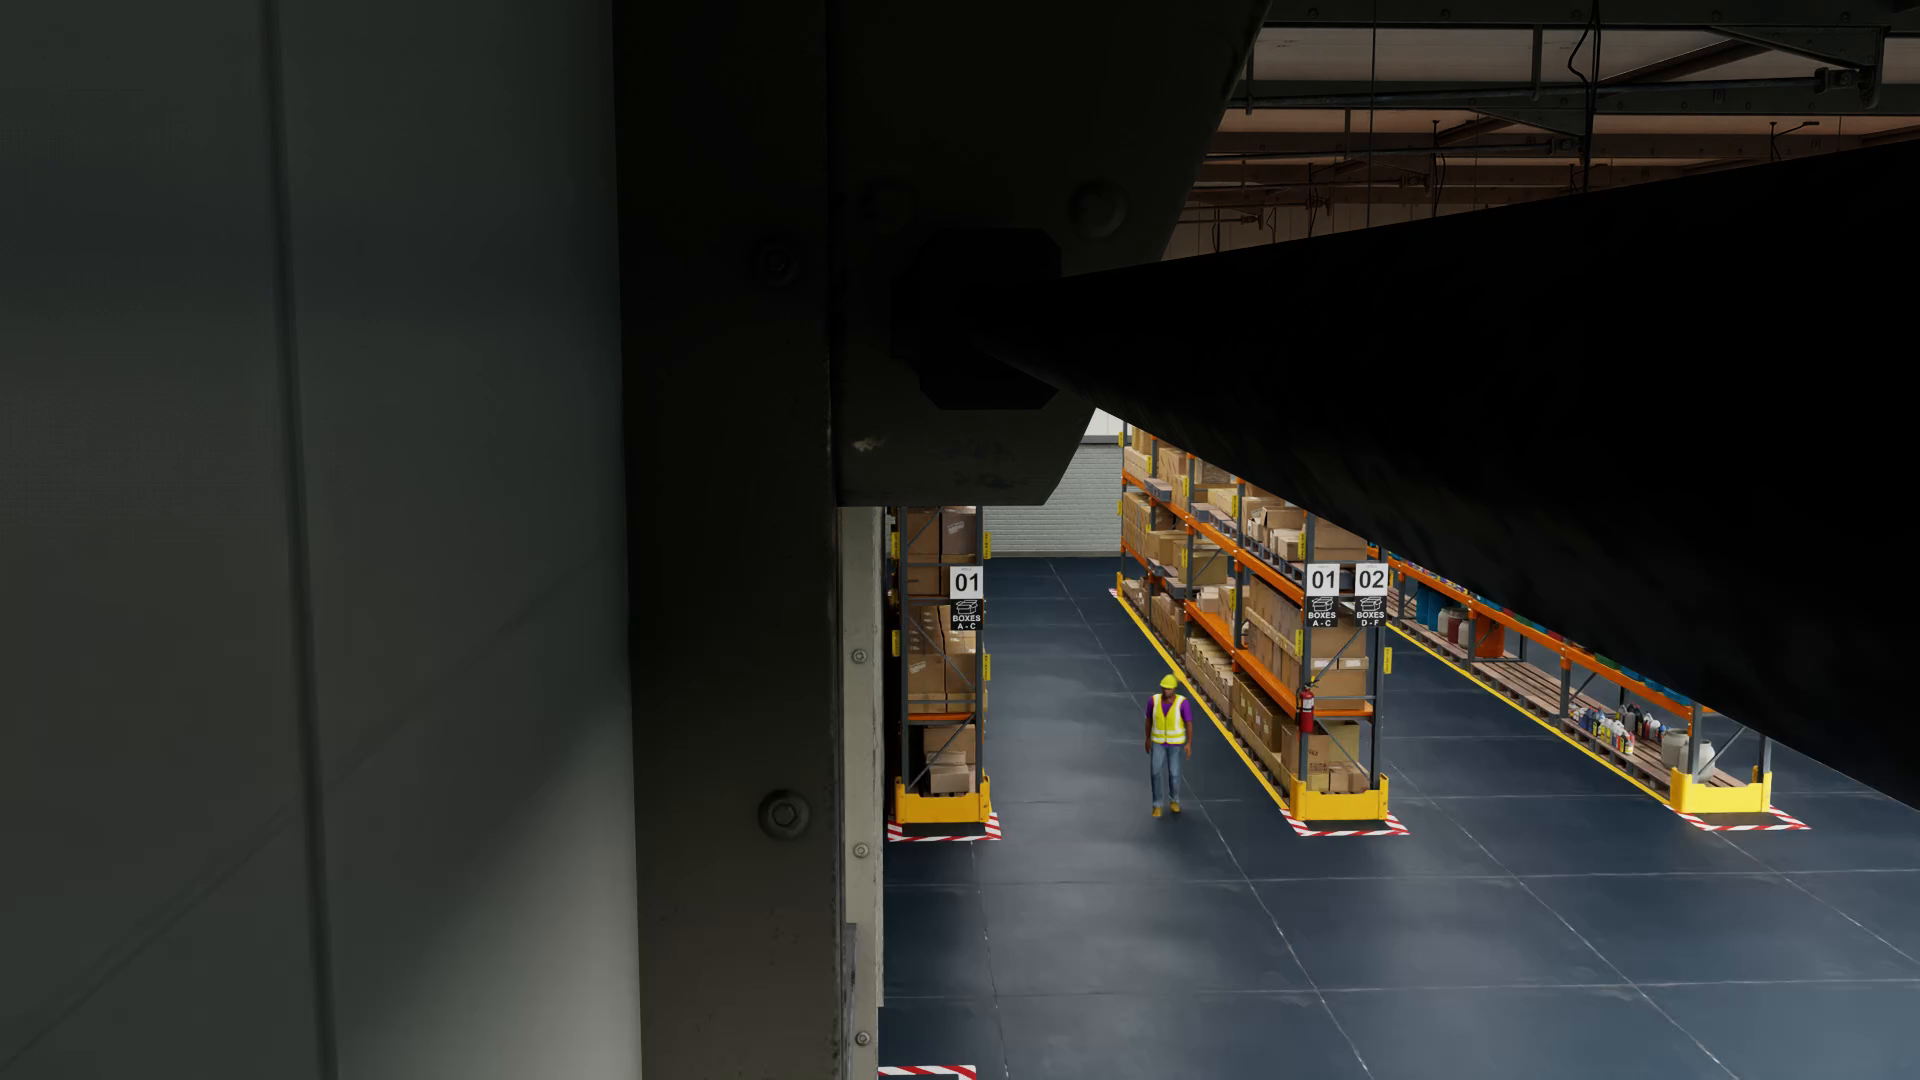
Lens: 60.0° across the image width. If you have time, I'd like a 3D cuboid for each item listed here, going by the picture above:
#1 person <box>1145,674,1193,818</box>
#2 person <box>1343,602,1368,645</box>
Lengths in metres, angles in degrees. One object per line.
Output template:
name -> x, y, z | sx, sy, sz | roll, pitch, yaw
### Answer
person -> 2.605, 2.575, 20.755 | 0.633, 1.837, 0.519 | 3, 8, 19
person -> 6.635, 1.570, 28.093 | 0.429, 1.620, 1.068 | -2, 8, -17
